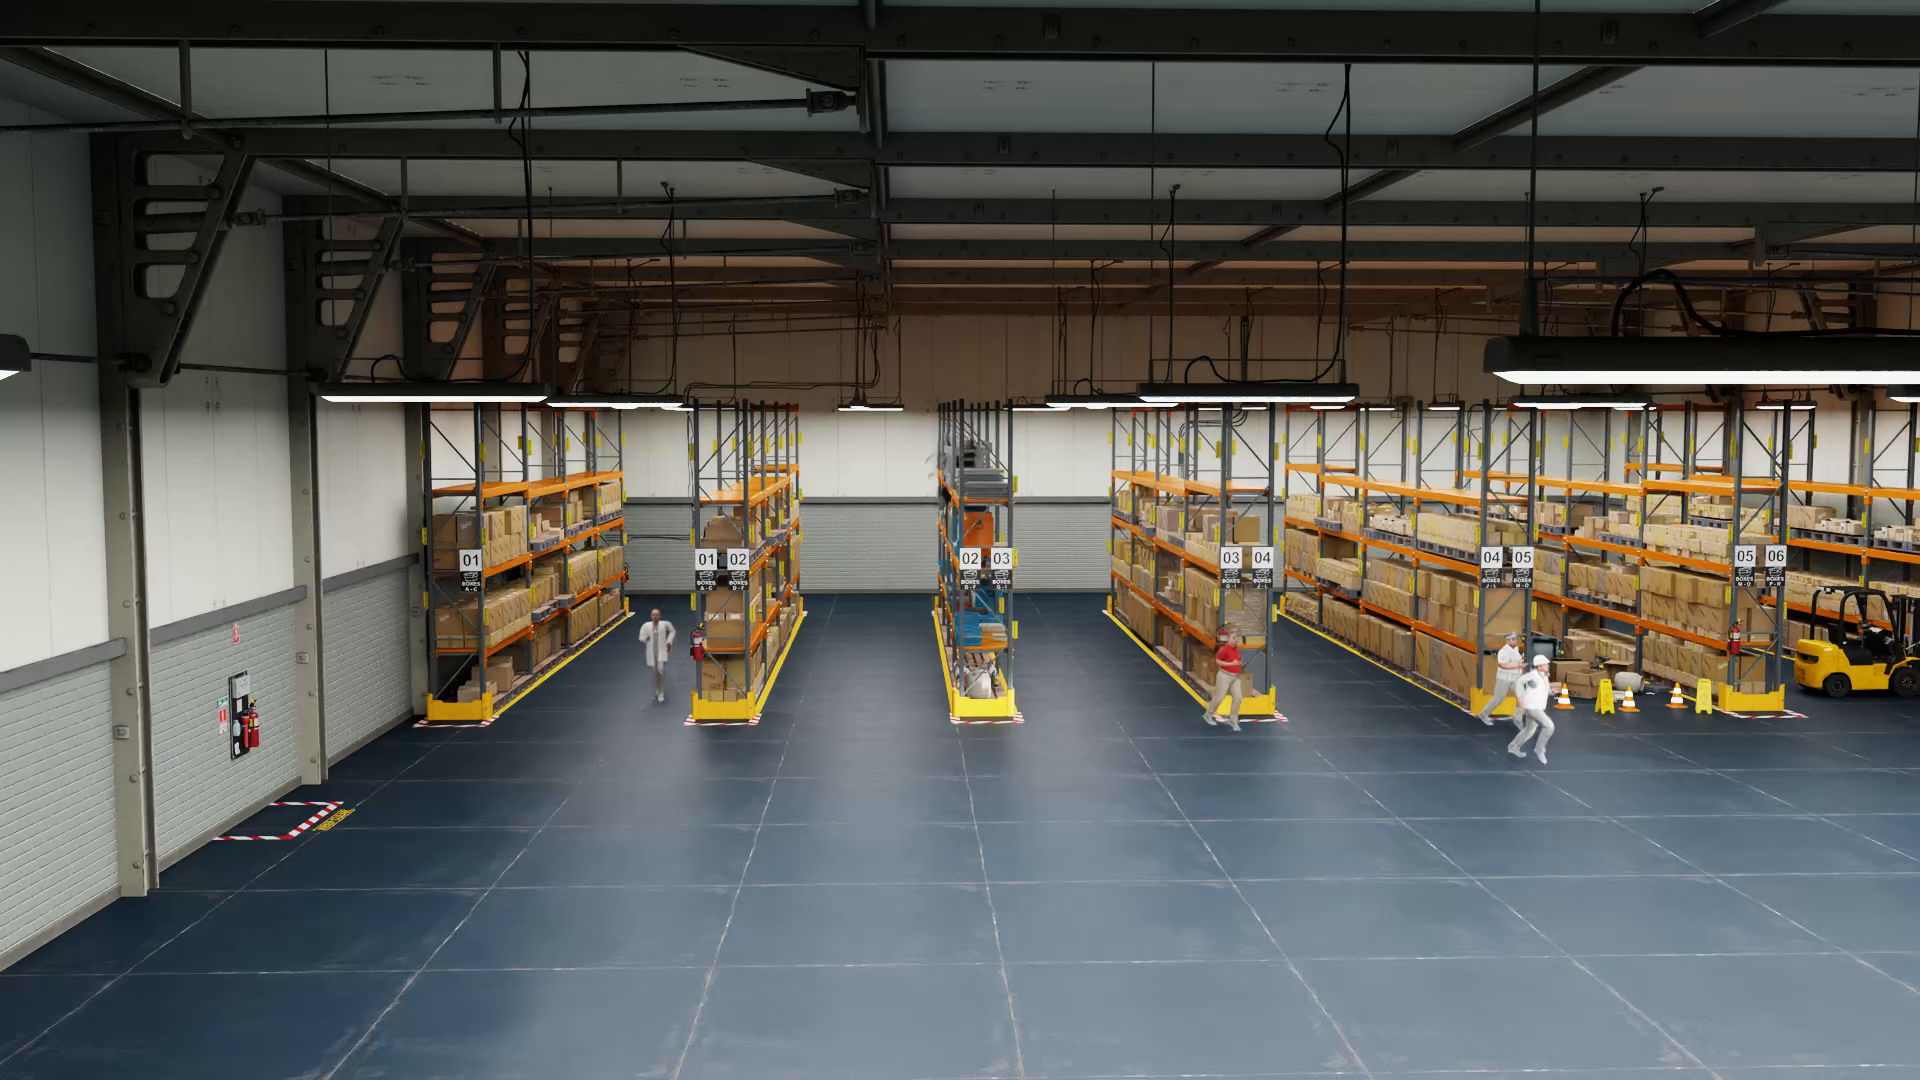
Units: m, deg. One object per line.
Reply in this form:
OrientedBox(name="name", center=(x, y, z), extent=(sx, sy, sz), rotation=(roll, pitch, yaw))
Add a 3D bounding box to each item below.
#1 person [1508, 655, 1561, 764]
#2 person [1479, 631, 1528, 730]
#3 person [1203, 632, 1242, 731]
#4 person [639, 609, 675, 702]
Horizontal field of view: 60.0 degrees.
OrientedBox(name="person", center=(9.432, 2.769, 27.323), extent=(0.827, 1.787, 0.681), rotation=(4, 6, 39))
OrientedBox(name="person", center=(9.940, 2.550, 30.230), extent=(0.673, 1.843, 0.926), rotation=(-3, 5, -35))
OrientedBox(name="person", center=(4.873, 2.573, 30.319), extent=(0.662, 1.791, 0.805), rotation=(-3, 5, -38))
OrientedBox(name="person", center=(-6.087, 2.308, 33.381), extent=(0.687, 1.851, 0.868), rotation=(0, 4, 0))
